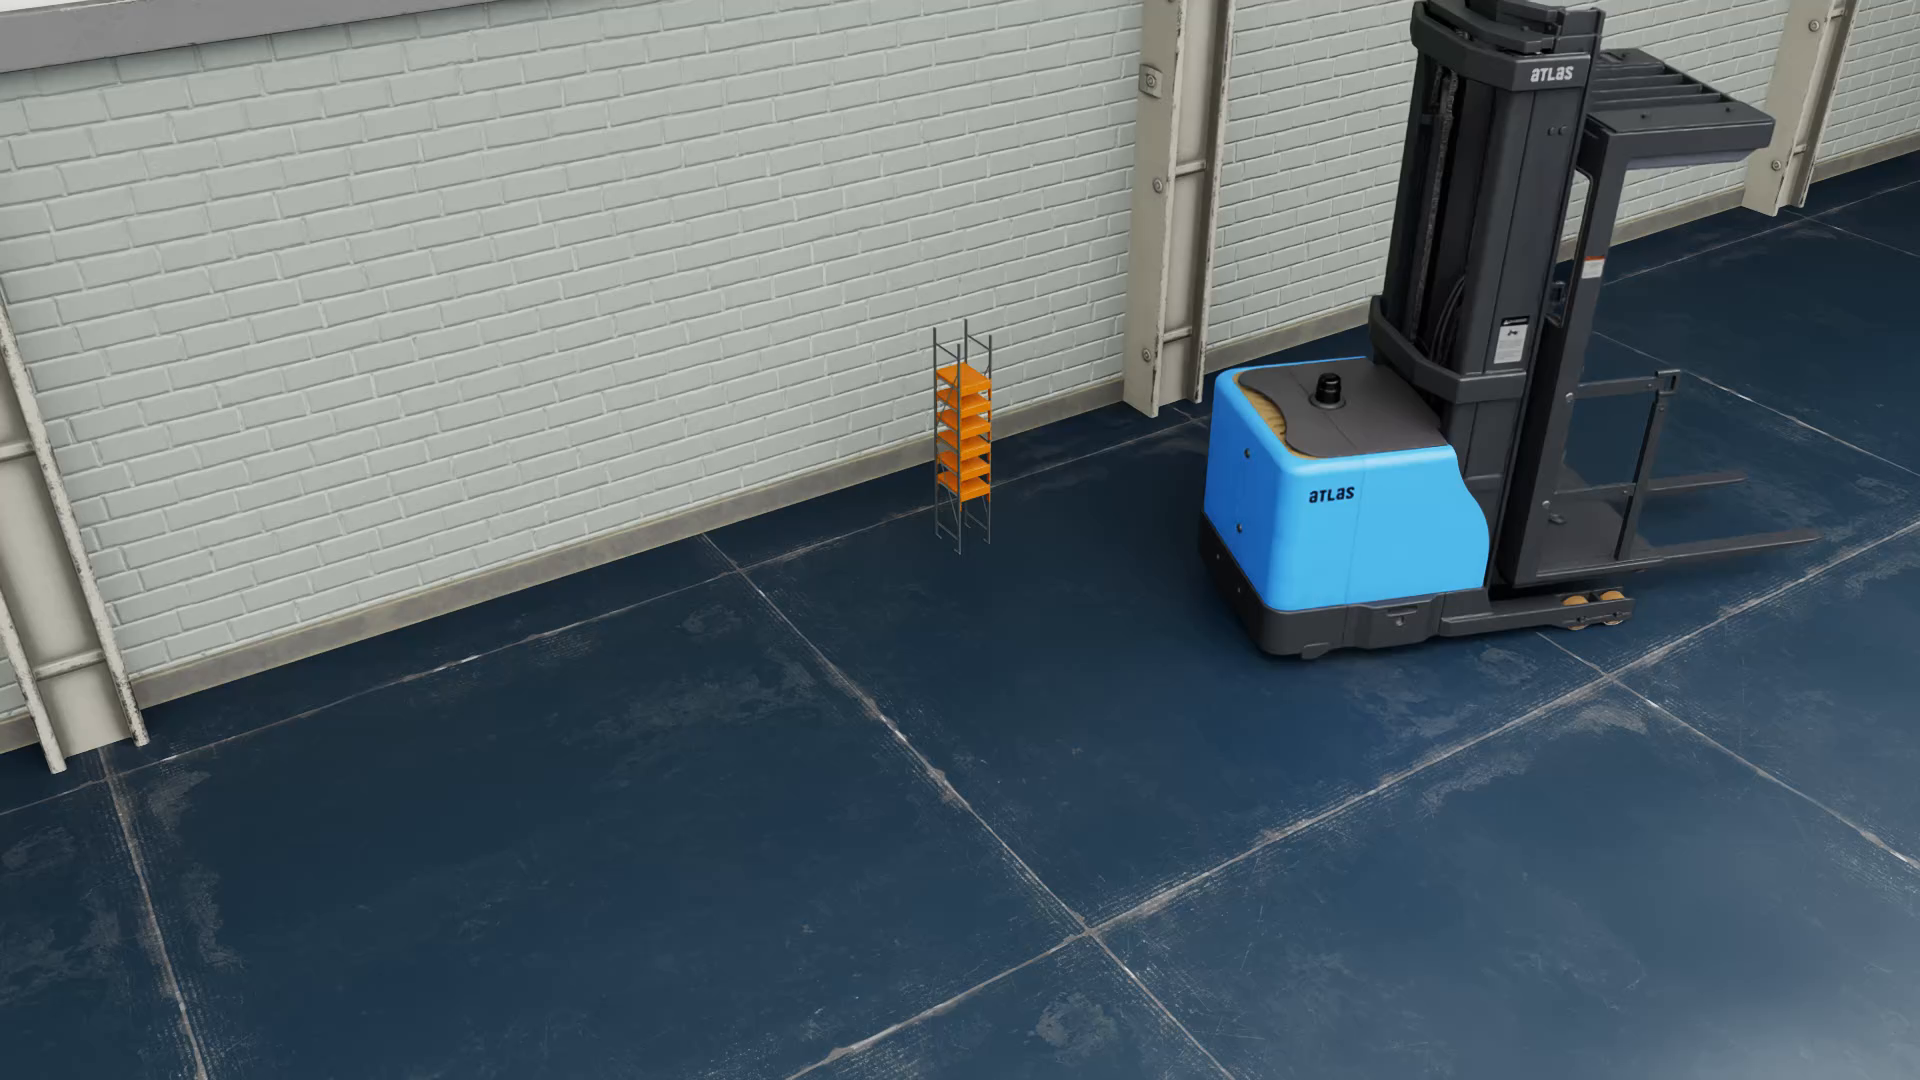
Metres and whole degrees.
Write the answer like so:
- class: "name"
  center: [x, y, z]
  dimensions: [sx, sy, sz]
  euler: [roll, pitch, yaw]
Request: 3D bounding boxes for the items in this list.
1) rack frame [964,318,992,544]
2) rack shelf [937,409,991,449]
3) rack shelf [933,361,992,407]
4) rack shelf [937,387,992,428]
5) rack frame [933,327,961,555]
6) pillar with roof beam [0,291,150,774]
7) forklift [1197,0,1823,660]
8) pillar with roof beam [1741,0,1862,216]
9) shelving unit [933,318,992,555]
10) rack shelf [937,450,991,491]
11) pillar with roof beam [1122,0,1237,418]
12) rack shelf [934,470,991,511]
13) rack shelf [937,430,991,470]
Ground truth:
- class: "rack frame"
  center: [0.089, -0.538, 8.478]
  dimensions: [0.006, 1.200, 0.240]
  euler: [-19, 37, -27]
- class: "rack shelf"
  center: [0.012, -0.576, 8.396]
  dimensions: [0.180, 0.103, 0.258]
  euler: [-19, 37, -27]
- class: "rack shelf"
  center: [0.012, -0.779, 8.268]
  dimensions: [0.180, 0.103, 0.258]
  euler: [-19, 37, -27]
- class: "rack shelf"
  center: [0.012, -0.677, 8.332]
  dimensions: [0.180, 0.103, 0.258]
  euler: [-19, 37, -27]
- class: "rack frame"
  center: [-0.065, -0.485, 8.395]
  dimensions: [0.006, 1.200, 0.240]
  euler: [-19, 37, -27]
- class: "pillar with roof beam"
  center: [-1.489, -0.994, 1.892]
  dimensions: [0.400, 9.000, 9.100]
  euler: [-19, 37, -27]
- class: "forklift"
  center: [2.791, -1.072, 7.703]
  dimensions: [3.031, 2.935, 1.130]
  euler: [-7, 33, -10]
- class: "pillar with roof beam"
  center: [8.597, -4.463, 7.390]
  dimensions: [0.400, 9.000, 9.100]
  euler: [-19, 37, -27]
- class: "shelving unit"
  center: [0.012, -0.512, 8.437]
  dimensions: [0.189, 1.200, 0.258]
  euler: [-19, 37, -27]
- class: "rack shelf"
  center: [0.012, -0.373, 8.524]
  dimensions: [0.180, 0.103, 0.258]
  euler: [-19, 37, -27]
- class: "pillar with roof beam"
  center: [3.554, -2.729, 4.641]
  dimensions: [0.400, 9.000, 9.100]
  euler: [-19, 37, -27]
- class: "rack shelf"
  center: [0.012, -0.271, 8.588]
  dimensions: [0.180, 0.103, 0.258]
  euler: [-19, 37, -27]
- class: "rack shelf"
  center: [0.012, -0.474, 8.460]
  dimensions: [0.180, 0.103, 0.258]
  euler: [-19, 37, -27]
